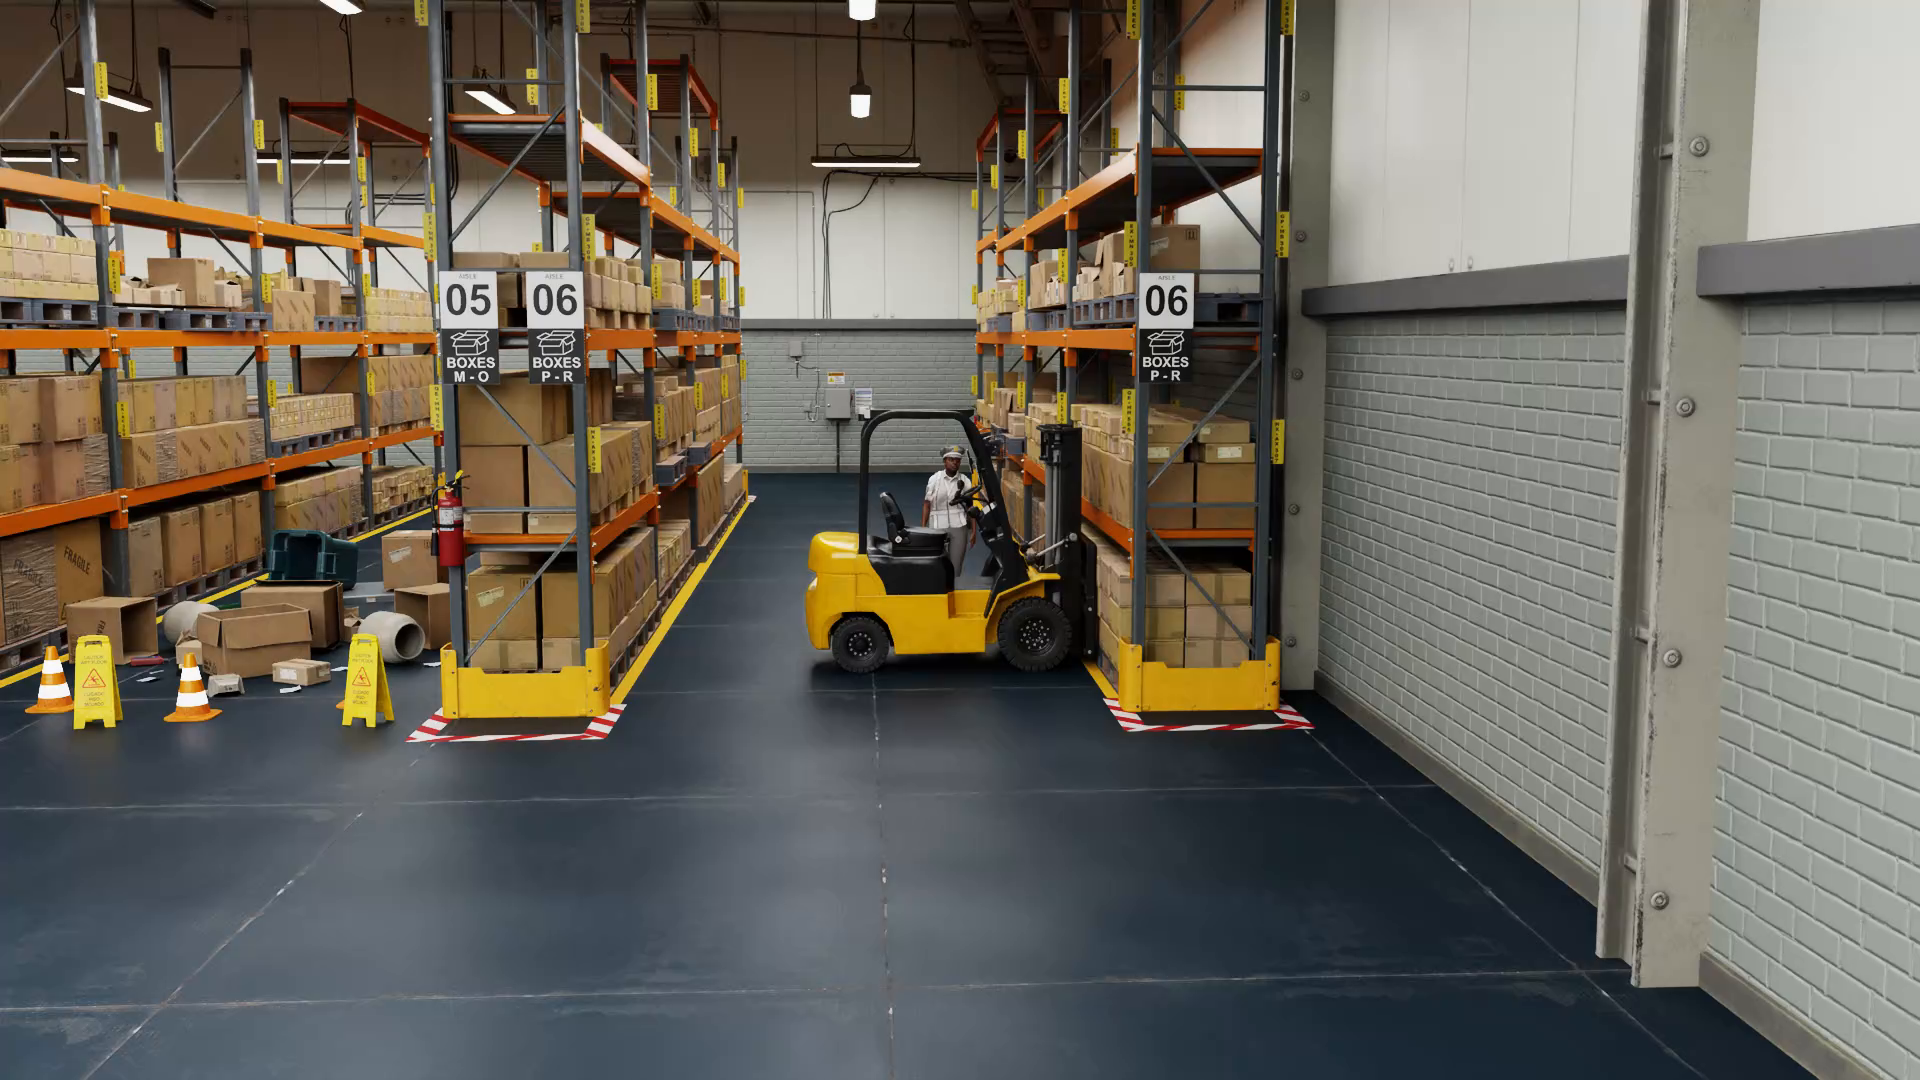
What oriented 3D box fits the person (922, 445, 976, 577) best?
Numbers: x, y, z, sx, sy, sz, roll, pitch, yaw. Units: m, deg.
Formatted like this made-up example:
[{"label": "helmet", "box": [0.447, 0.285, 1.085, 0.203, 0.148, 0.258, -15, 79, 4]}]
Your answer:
[{"label": "person", "box": [-0.121, -0.072, 16.126, 0.568, 1.694, 0.529, 0, 7, -4]}]
